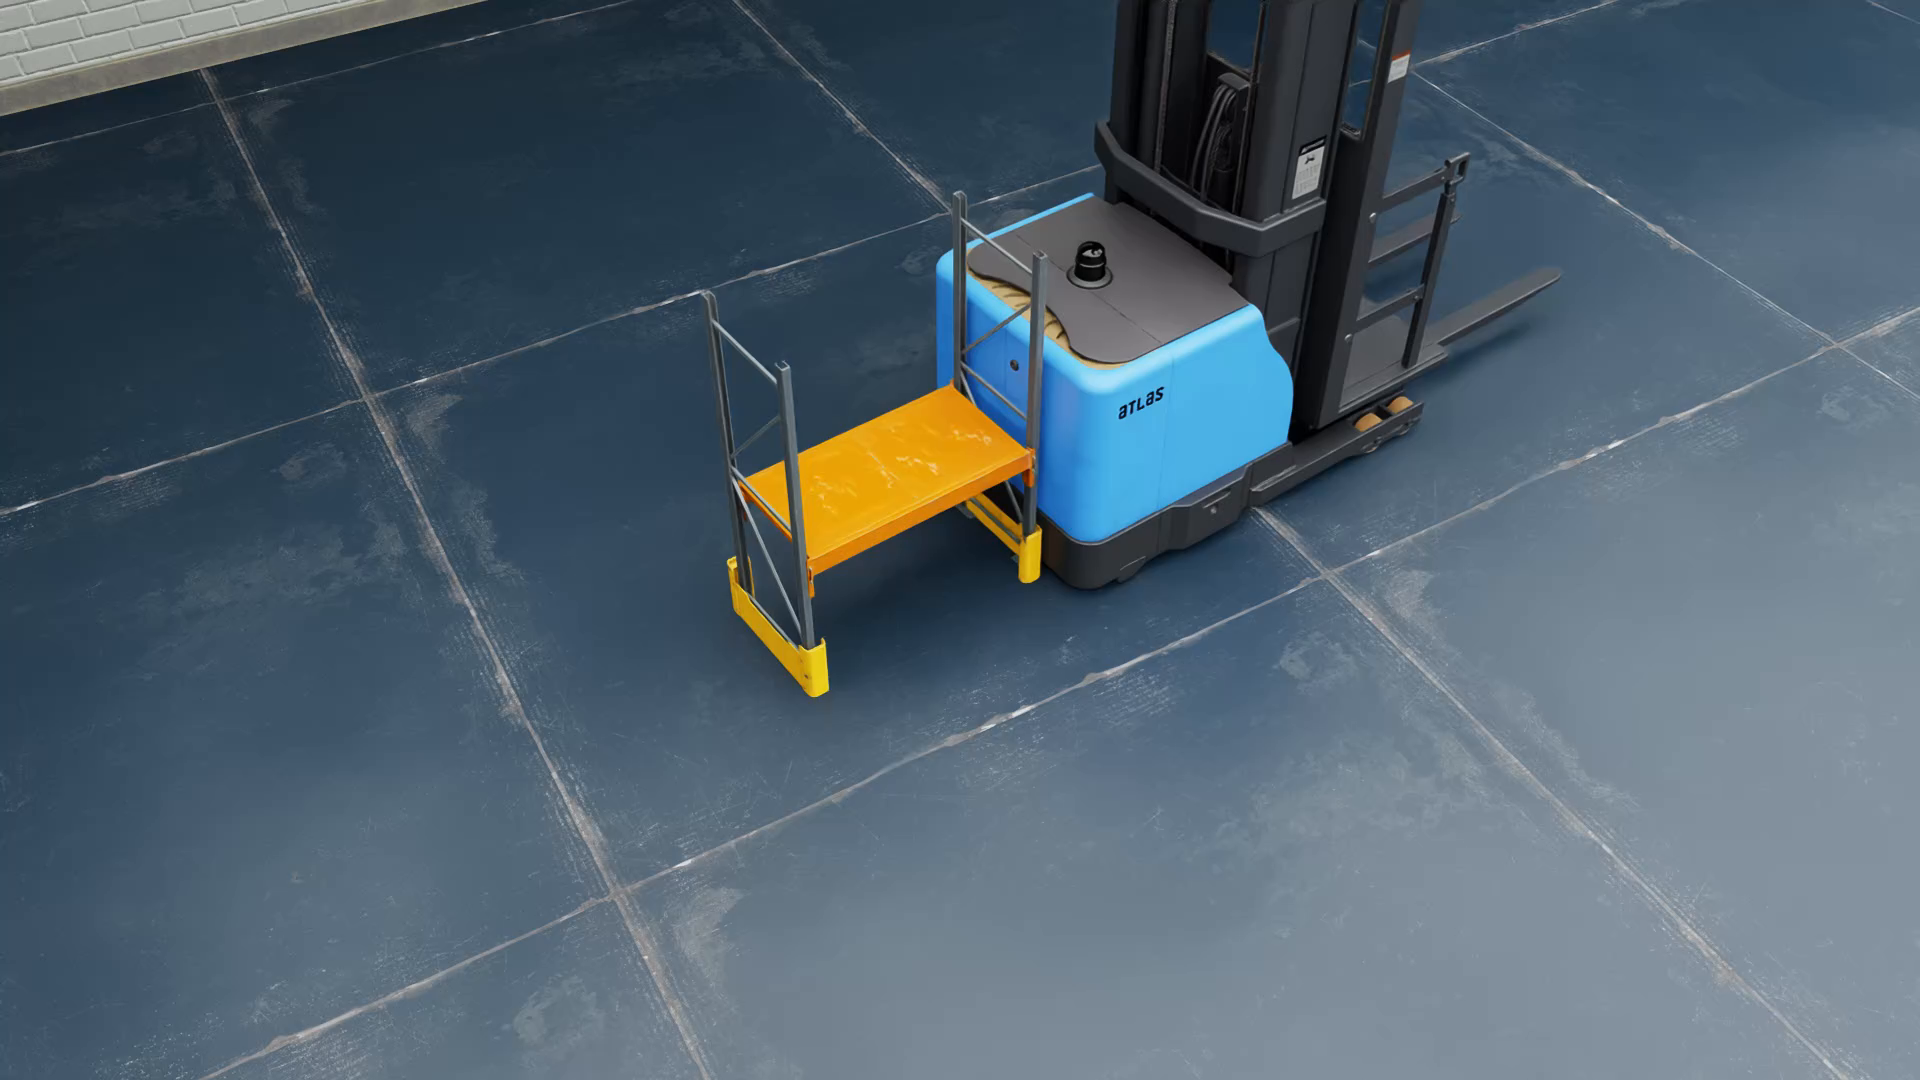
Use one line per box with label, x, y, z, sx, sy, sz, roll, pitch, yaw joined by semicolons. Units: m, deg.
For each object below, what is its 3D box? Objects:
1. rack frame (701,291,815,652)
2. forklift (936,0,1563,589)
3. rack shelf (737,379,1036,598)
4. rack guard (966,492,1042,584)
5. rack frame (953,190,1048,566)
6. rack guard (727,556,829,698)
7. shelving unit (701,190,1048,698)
rack frame;-0.685;-0.130;5.808;0.032;1.500;0.500;-27;50;-25
forklift;1.382;-1.698;6.395;3.031;2.935;1.130;-27;50;-25
rack shelf;-0.275;-0.211;6.148;1.000;0.185;0.538;-27;50;-25
rack guard;0.119;-0.093;6.666;0.087;0.250;0.587;-27;50;-25
rack frame;0.135;-0.549;6.239;0.032;1.500;0.500;-27;50;-25
rack guard;-0.684;0.318;6.243;0.087;0.250;0.587;-27;50;-25
shelving unit;-0.283;-0.336;6.019;1.083;1.500;0.587;-27;50;-25
